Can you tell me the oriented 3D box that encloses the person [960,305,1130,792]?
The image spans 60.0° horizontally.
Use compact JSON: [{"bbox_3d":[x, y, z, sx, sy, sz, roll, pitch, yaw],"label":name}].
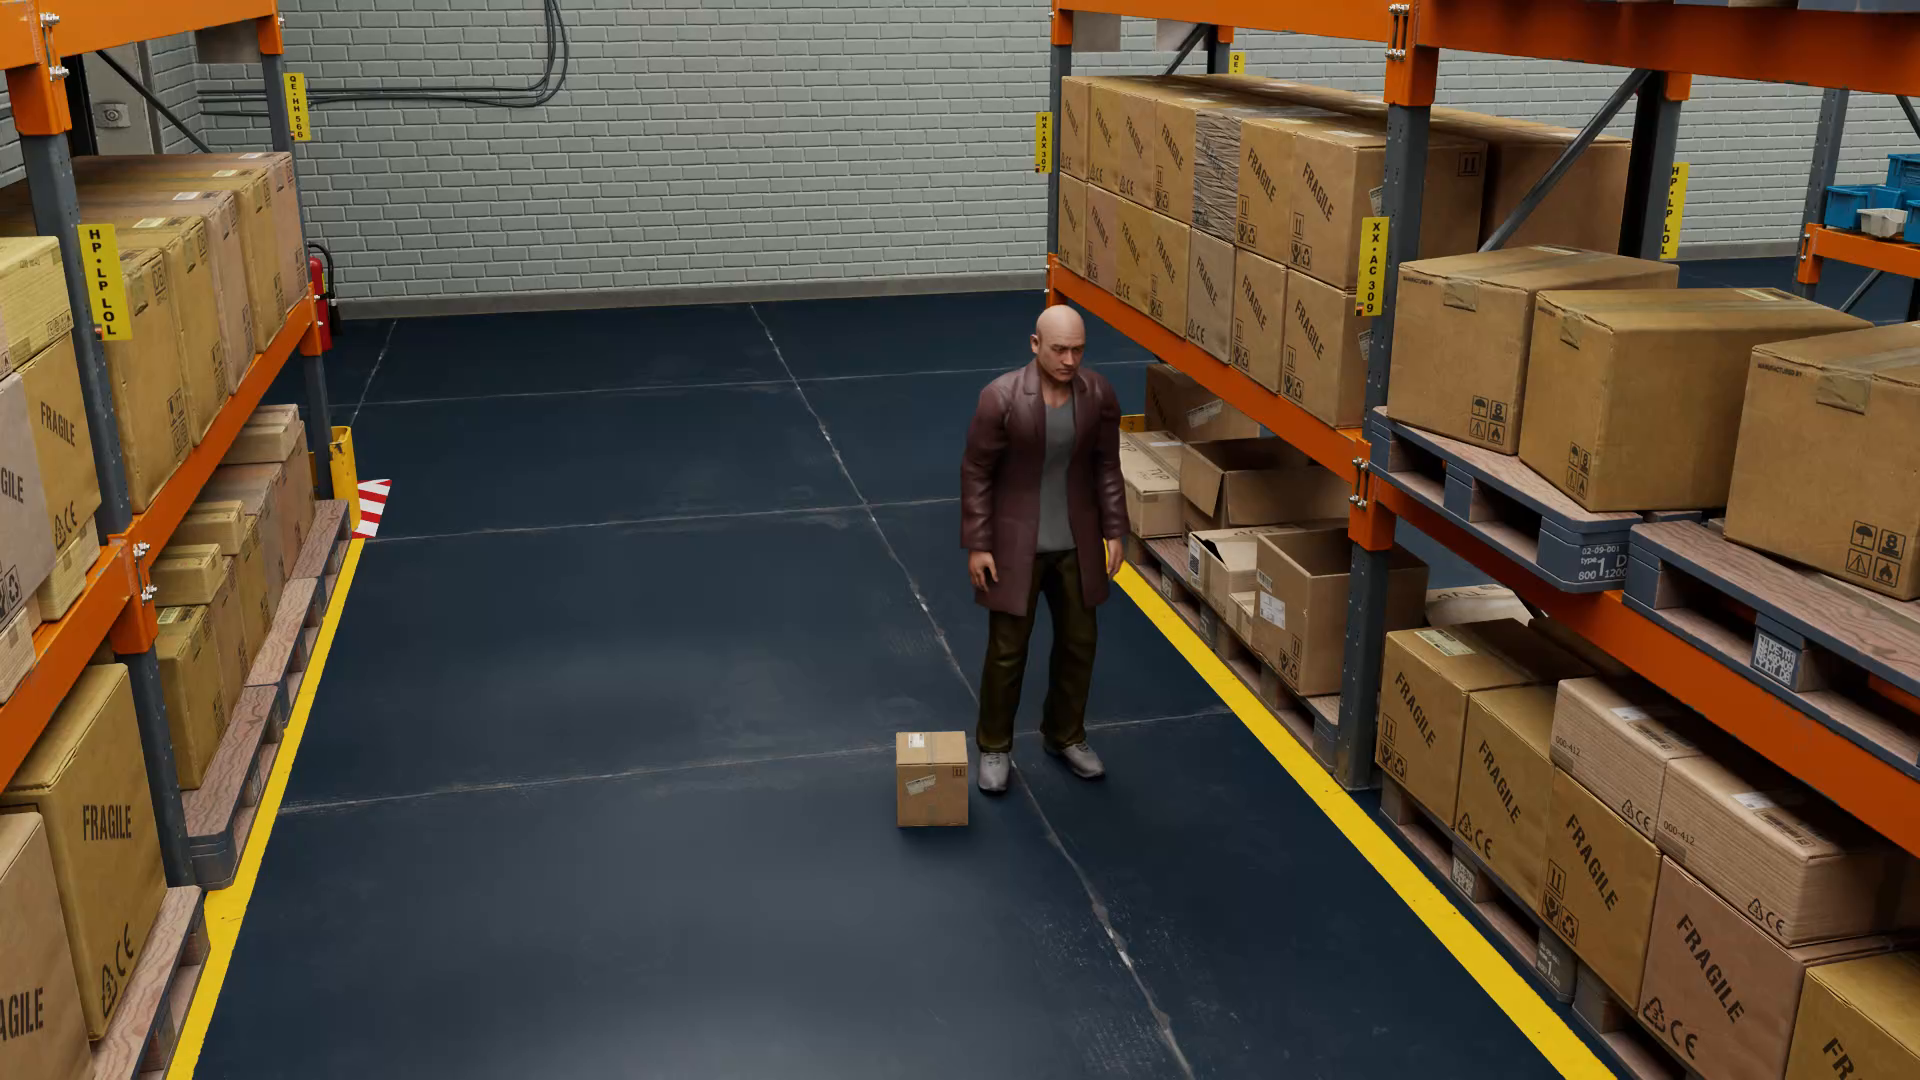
[{"bbox_3d":[0.310,0.018,6.041,0.648,1.774,0.421,-6,20,-16],"label":"person"}]
